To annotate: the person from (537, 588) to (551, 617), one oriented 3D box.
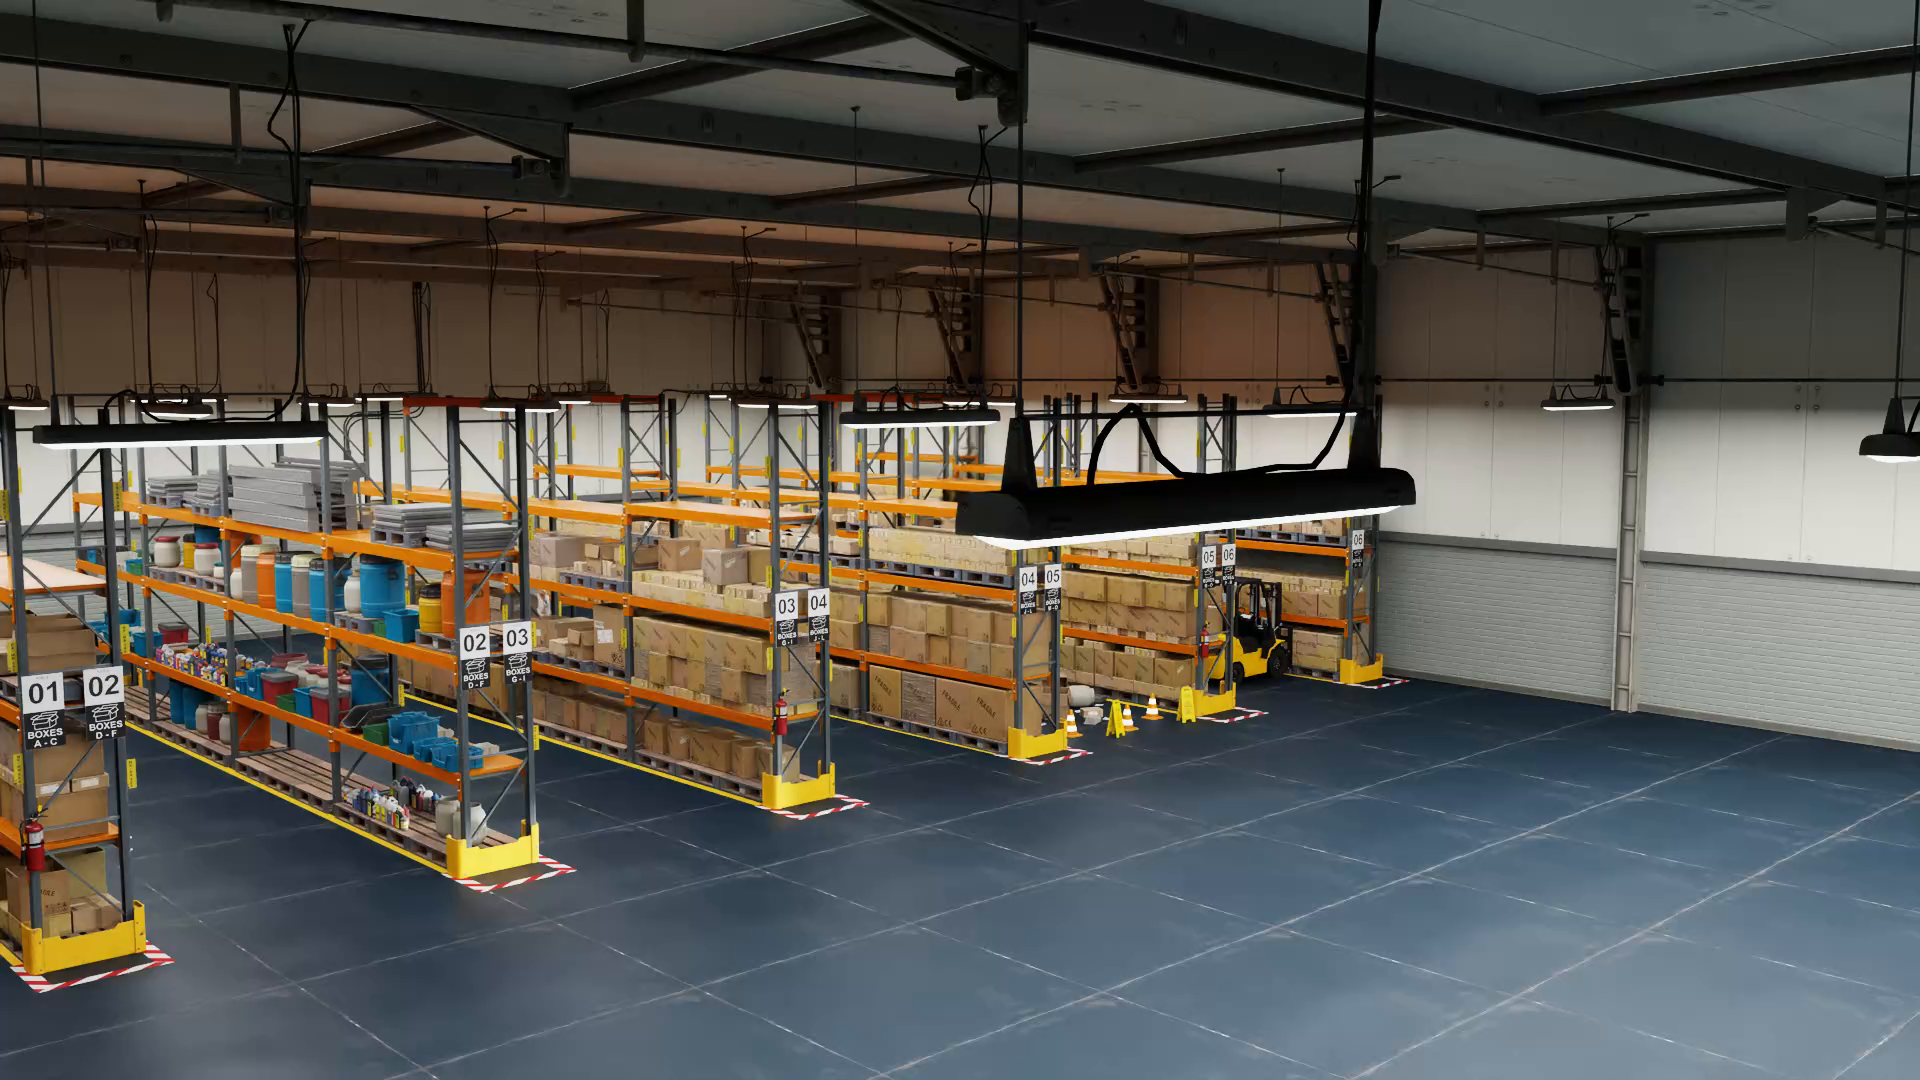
[{"bbox_3d":[-9.318,1.863,36.955,0.718,1.761,0.965,-5,8,-45],"label":"person"}]
